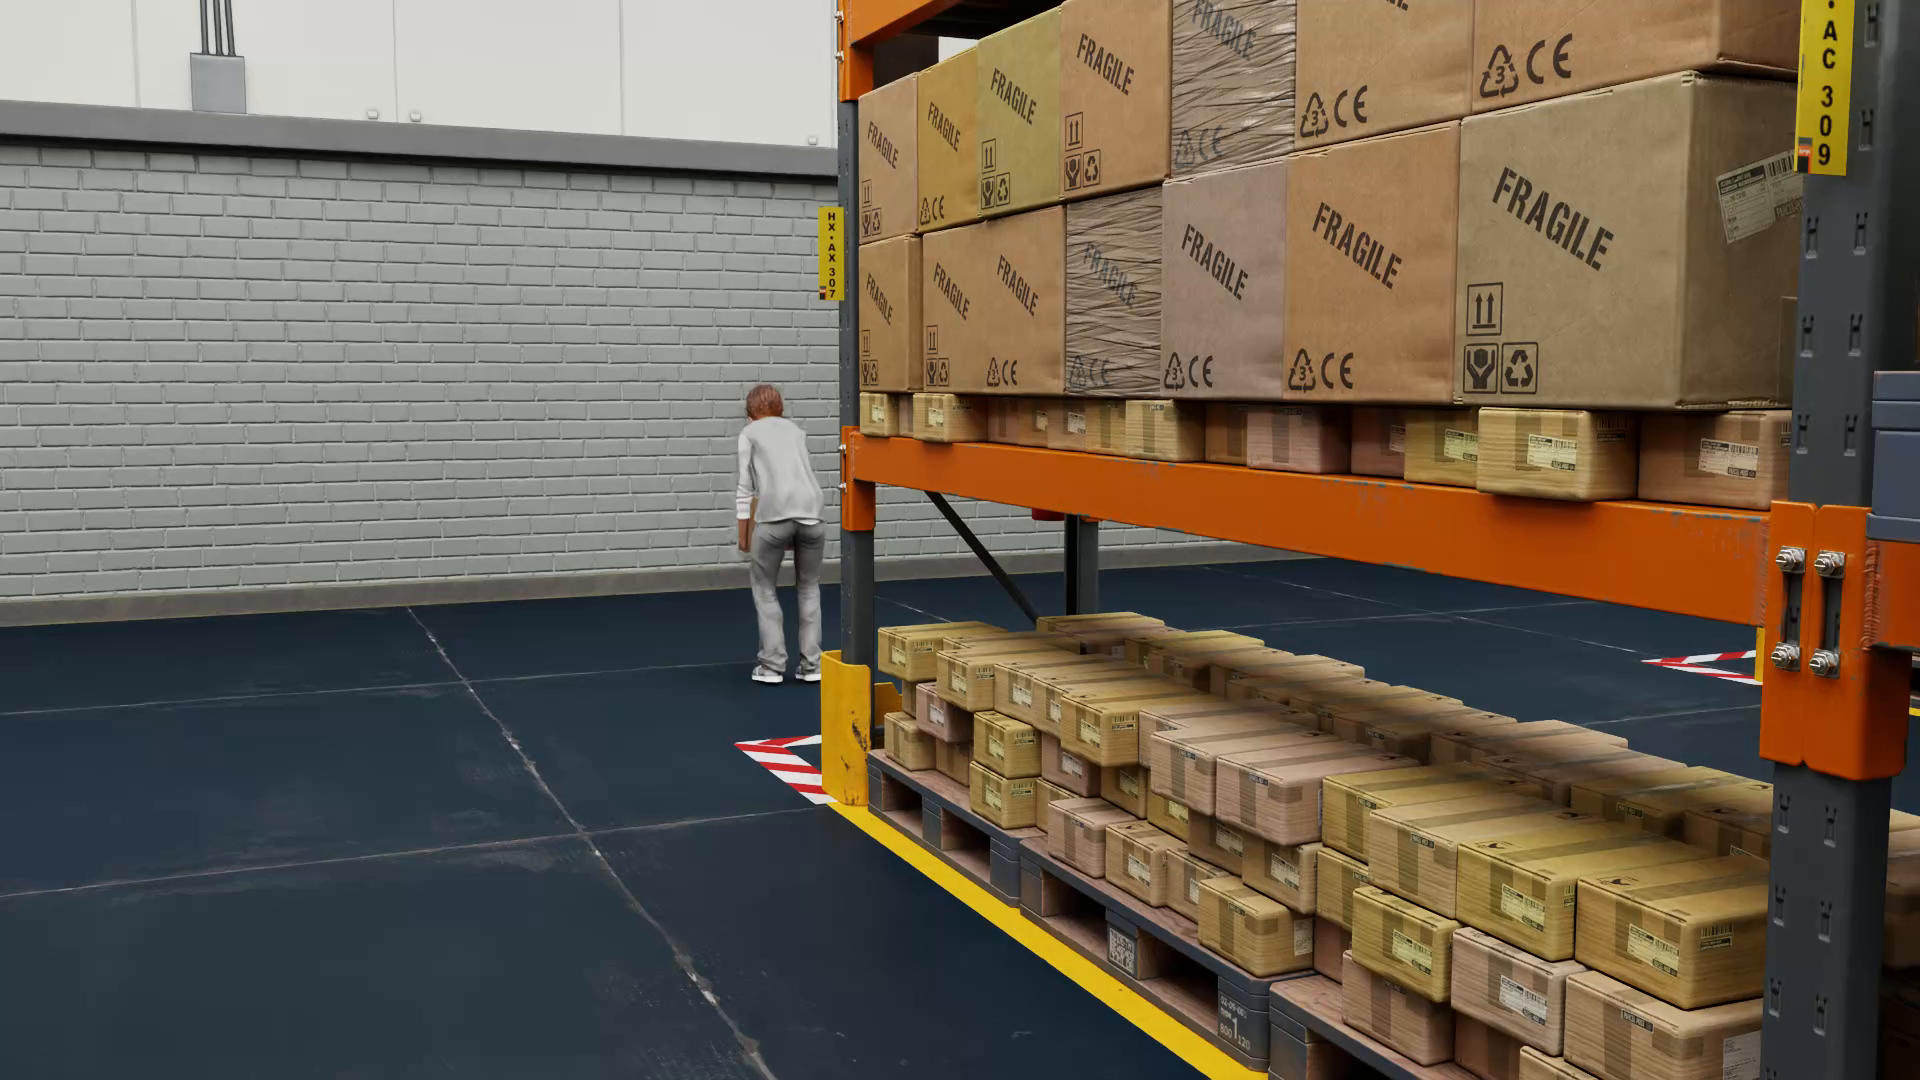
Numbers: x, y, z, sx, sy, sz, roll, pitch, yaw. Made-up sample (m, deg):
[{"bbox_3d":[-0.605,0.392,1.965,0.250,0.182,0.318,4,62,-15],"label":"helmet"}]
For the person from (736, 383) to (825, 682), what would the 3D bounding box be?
[{"bbox_3d":[-0.898,-0.030,8.262,0.376,1.458,0.636,-3,6,-25],"label":"person"}]
